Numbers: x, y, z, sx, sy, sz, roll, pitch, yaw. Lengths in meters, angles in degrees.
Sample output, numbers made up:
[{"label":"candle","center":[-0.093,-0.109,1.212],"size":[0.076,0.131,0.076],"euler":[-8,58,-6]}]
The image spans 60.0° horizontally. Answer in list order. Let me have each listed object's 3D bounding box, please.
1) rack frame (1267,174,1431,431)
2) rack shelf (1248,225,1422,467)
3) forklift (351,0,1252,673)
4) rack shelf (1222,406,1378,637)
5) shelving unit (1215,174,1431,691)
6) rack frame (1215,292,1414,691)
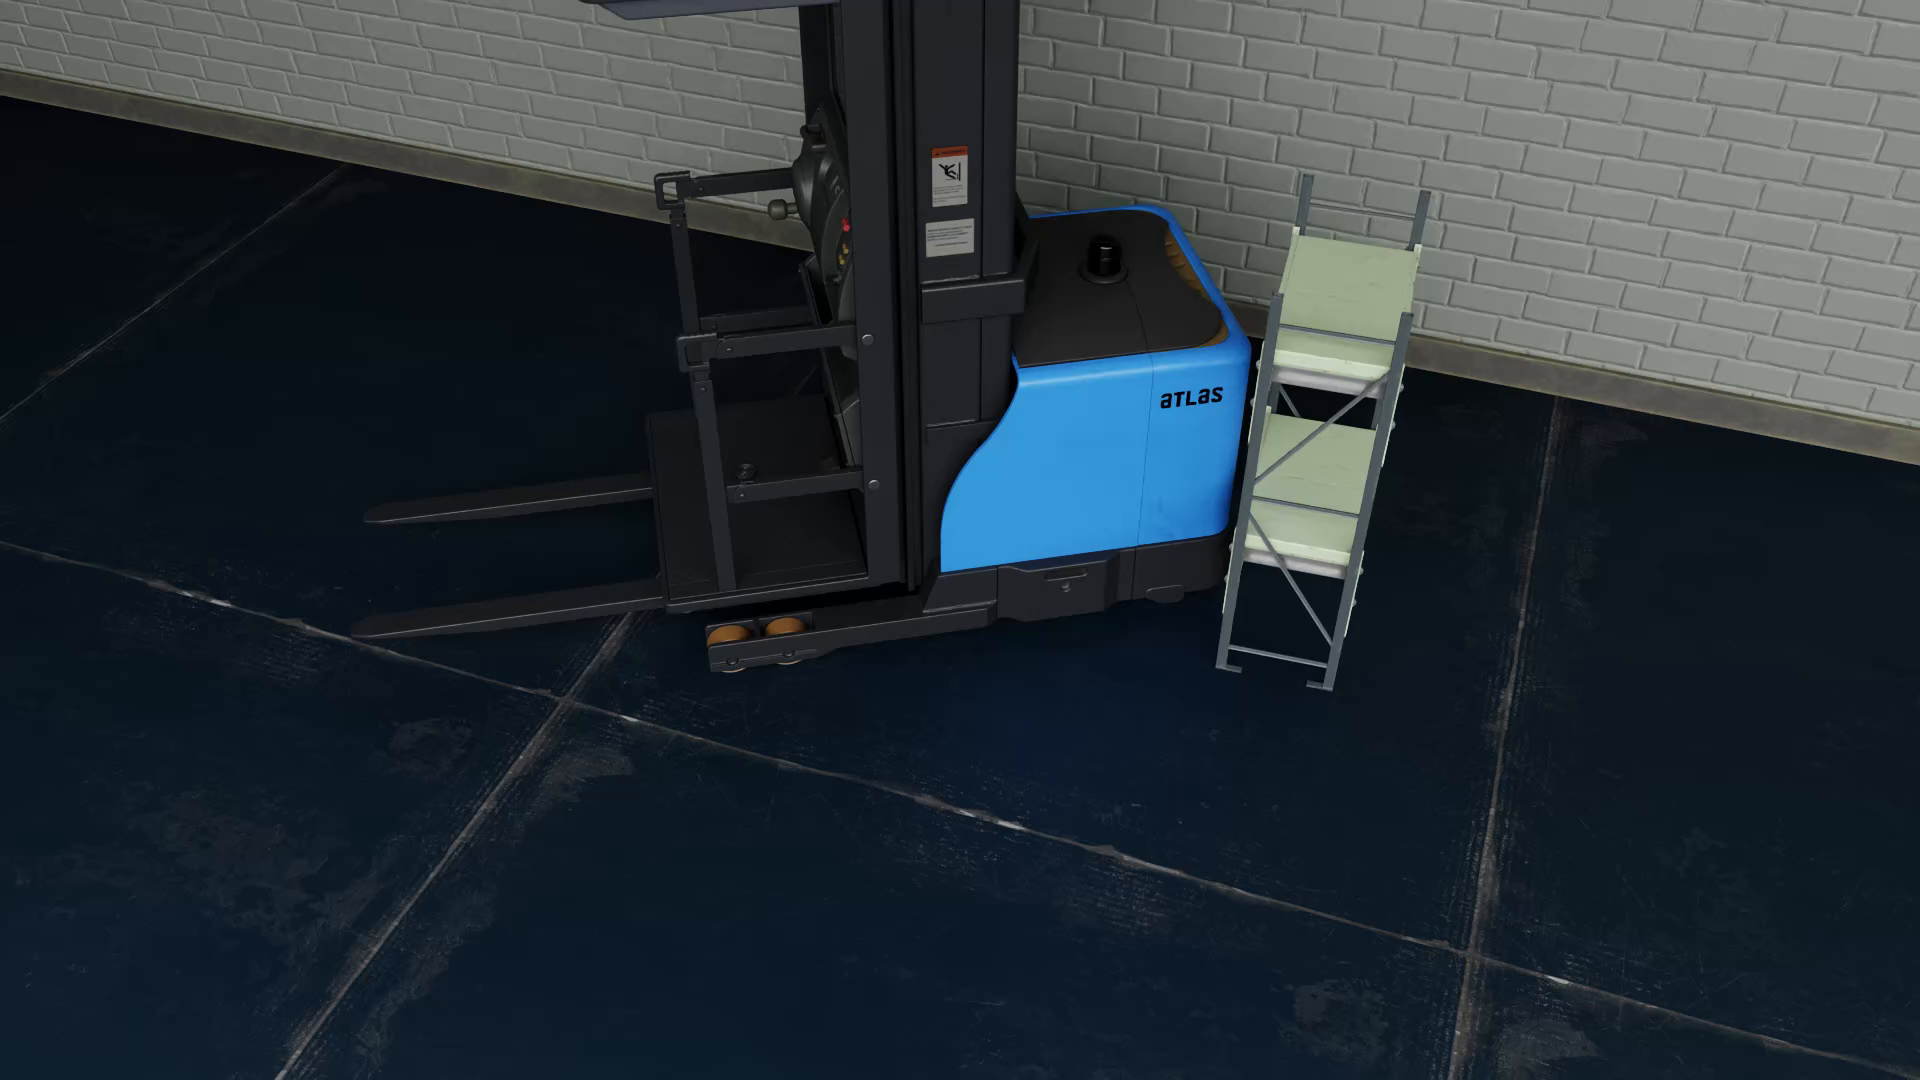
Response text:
[{"label":"rack frame","center":[1.280,-0.556,5.743],"size":[0.400,1.500,0.023],"euler":[11,42,12]},{"label":"rack shelf","center":[1.183,-0.623,5.221],"size":[0.431,0.370,0.720],"euler":[11,42,12]},{"label":"forklift","center":[-0.610,-1.034,5.204],"size":[3.031,2.935,1.130],"euler":[-8,41,-9]},{"label":"rack shelf","center":[1.178,-0.079,5.687],"size":[0.431,0.370,0.720],"euler":[11,42,12]},{"label":"shelving unit","center":[1.180,-0.327,5.475],"size":[0.431,1.500,0.755],"euler":[11,42,12]},{"label":"rack frame","center":[1.080,-0.099,5.207],"size":[0.400,1.500,0.023],"euler":[11,42,12]}]
